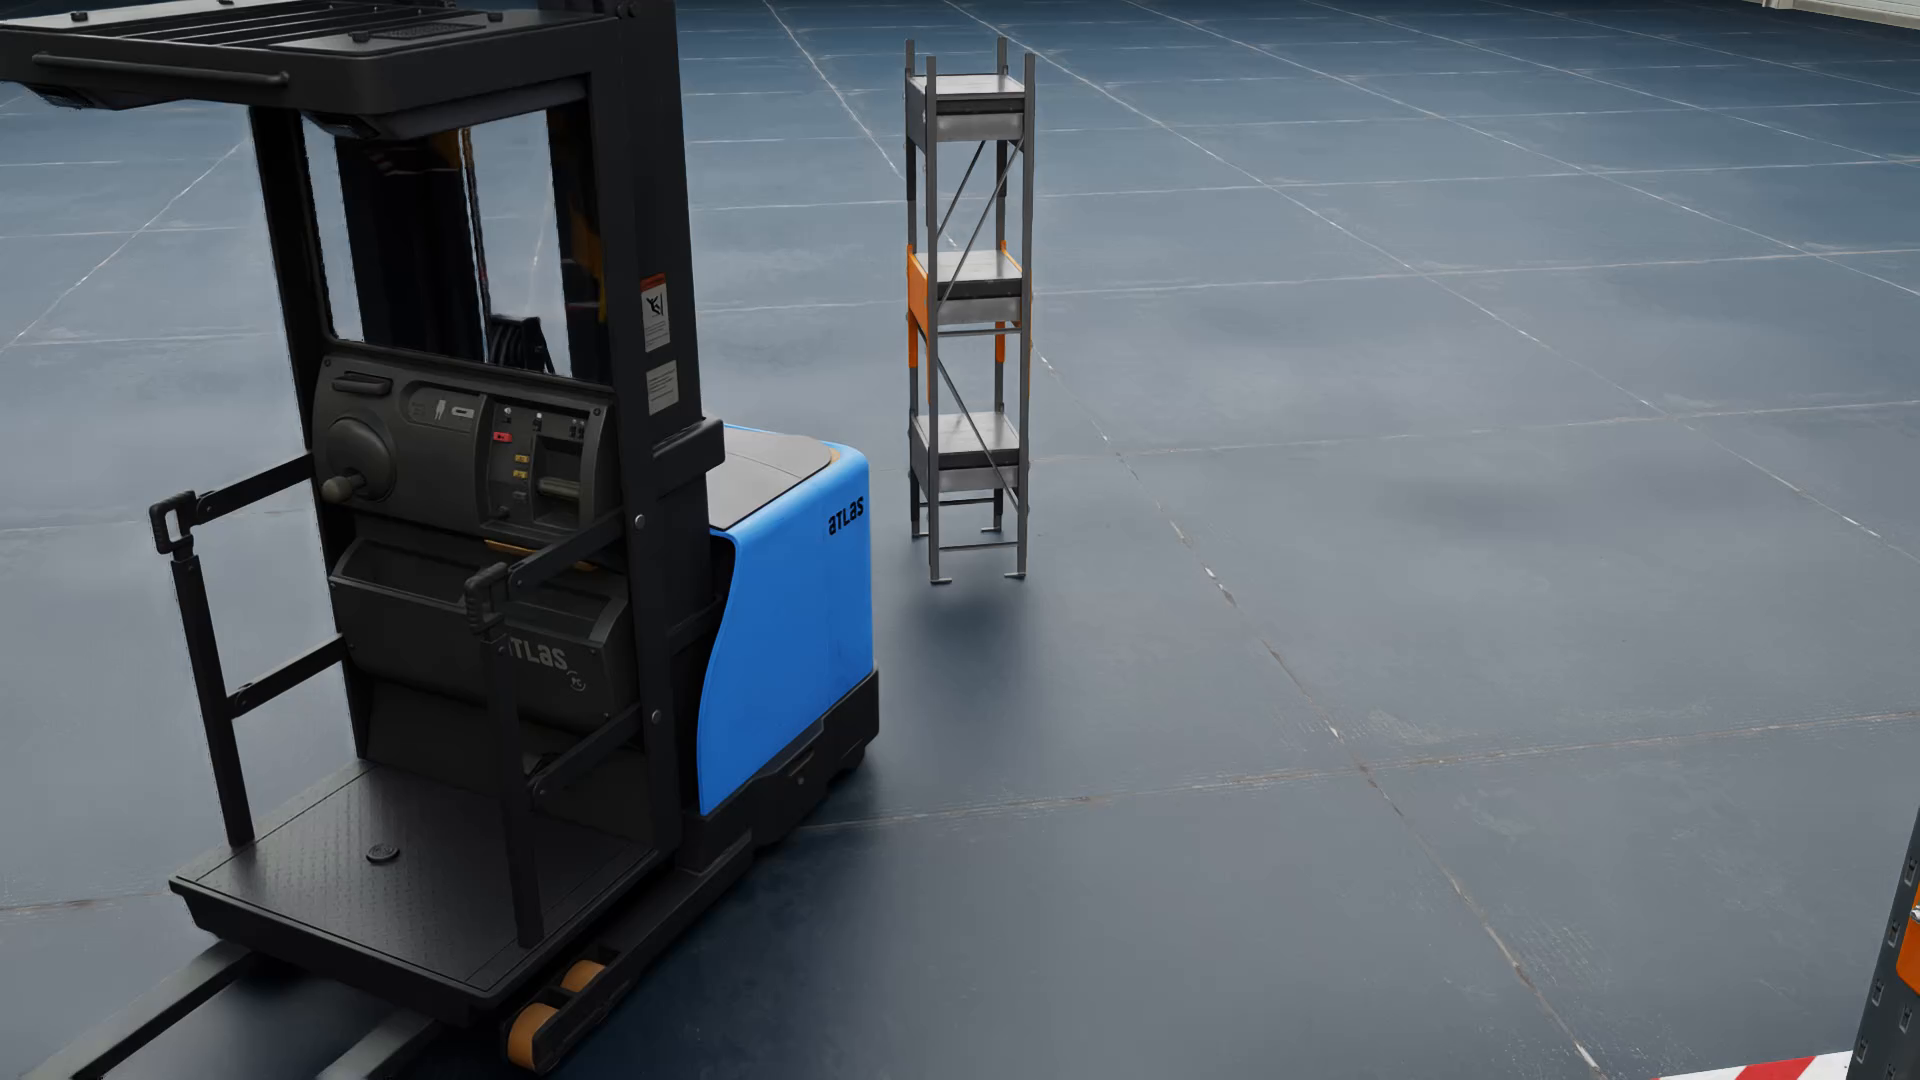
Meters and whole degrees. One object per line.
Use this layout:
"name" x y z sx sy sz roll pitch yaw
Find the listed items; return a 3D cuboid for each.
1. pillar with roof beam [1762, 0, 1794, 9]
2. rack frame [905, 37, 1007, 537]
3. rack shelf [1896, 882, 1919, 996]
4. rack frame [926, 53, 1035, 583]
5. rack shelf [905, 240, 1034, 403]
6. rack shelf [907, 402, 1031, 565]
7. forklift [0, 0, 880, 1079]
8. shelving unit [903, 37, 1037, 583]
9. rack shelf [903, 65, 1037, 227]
"pillar with roof beam" 9.130 -12.503 24.634 9.100 9.000 0.400 -4 24 -10
"rack frame" -0.015 -0.993 6.900 0.400 2.100 0.015 -4 24 -10
"rack shelf" 2.586 1.373 1.258 1.077 0.370 4.000 -4 24 -10
"rack frame" 0.076 -0.801 6.461 0.400 2.100 0.015 -4 24 -10
"rack shelf" 0.031 -0.885 6.686 0.431 0.518 0.480 -4 24 -10
"rack shelf" 0.031 -0.243 6.966 0.431 0.518 0.480 -4 24 -10
"forklift" -1.378 -0.207 4.062 1.130 2.935 3.031 11 26 24
"shelving unit" 0.031 -0.897 6.681 0.431 2.100 0.503 -4 24 -10
"rack shelf" 0.031 -1.526 6.406 0.431 0.518 0.480 -4 24 -10
